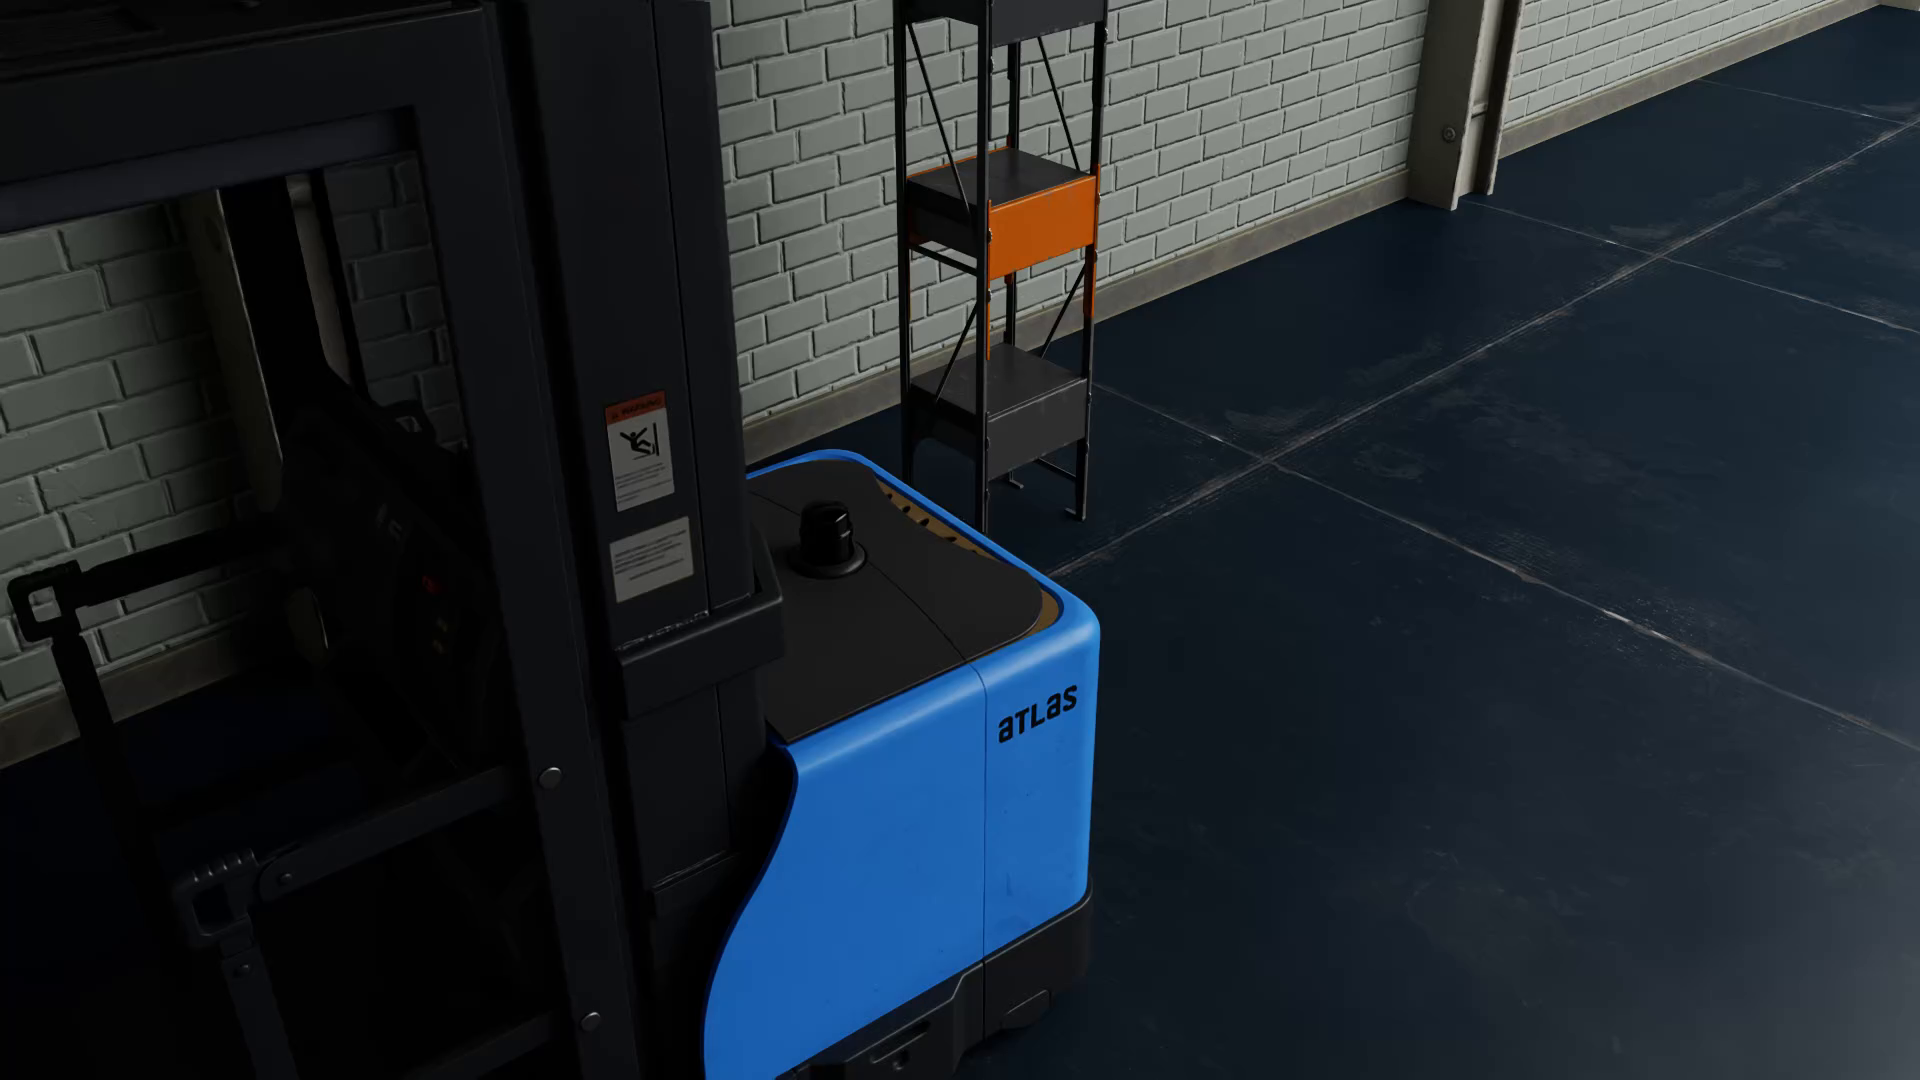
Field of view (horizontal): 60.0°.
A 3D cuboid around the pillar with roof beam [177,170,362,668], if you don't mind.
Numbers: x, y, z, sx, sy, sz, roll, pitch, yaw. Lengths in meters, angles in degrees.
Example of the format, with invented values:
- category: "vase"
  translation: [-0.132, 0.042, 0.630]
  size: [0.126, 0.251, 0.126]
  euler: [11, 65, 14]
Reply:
- category: "pillar with roof beam"
  translation: [1.078, -1.877, 0.193]
  size: [0.400, 9.000, 9.100]
  euler: [-26, 40, -35]

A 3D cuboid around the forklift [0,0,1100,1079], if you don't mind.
- category: "forklift"
  translation: [-1.166, 0.089, 2.796]
  size: [3.031, 2.935, 1.130]
  euler: [-22, 38, -32]

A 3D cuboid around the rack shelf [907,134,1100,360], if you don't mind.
- category: "rack shelf"
  translation: [0.121, -0.943, 5.305]
  size: [0.480, 0.518, 0.431]
  euler: [-26, 40, -35]

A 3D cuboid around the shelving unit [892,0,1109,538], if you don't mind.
- category: "shelving unit"
  translation: [0.121, -0.955, 5.298]
  size: [0.503, 2.100, 0.431]
  euler: [-26, 40, -35]

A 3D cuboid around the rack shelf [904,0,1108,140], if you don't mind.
- category: "rack shelf"
  translation: [0.121, -1.540, 4.940]
  size: [0.480, 0.518, 0.431]
  euler: [-26, 40, -35]

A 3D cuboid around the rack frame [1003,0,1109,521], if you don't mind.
- category: "rack frame"
  translation: [0.300, -1.041, 5.440]
  size: [0.015, 2.100, 0.400]
  euler: [-26, 40, -35]

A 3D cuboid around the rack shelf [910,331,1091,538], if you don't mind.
- category: "rack shelf"
  translation: [0.121, -0.346, 5.671]
  size: [0.480, 0.518, 0.431]
  euler: [-26, 40, -35]

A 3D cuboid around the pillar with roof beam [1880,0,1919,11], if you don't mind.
- category: "pillar with roof beam"
  translation: [9.877, -6.133, 7.154]
  size: [0.400, 9.000, 9.100]
  euler: [-26, 40, -35]

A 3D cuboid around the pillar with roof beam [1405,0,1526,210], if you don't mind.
- category: "pillar with roof beam"
  translation: [5.478, -4.005, 3.674]
  size: [0.400, 9.000, 9.100]
  euler: [-26, 40, -35]

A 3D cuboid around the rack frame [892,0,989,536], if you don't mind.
- category: "rack frame"
  translation: [-0.058, -0.868, 5.157]
  size: [0.015, 2.100, 0.400]
  euler: [-26, 40, -35]
